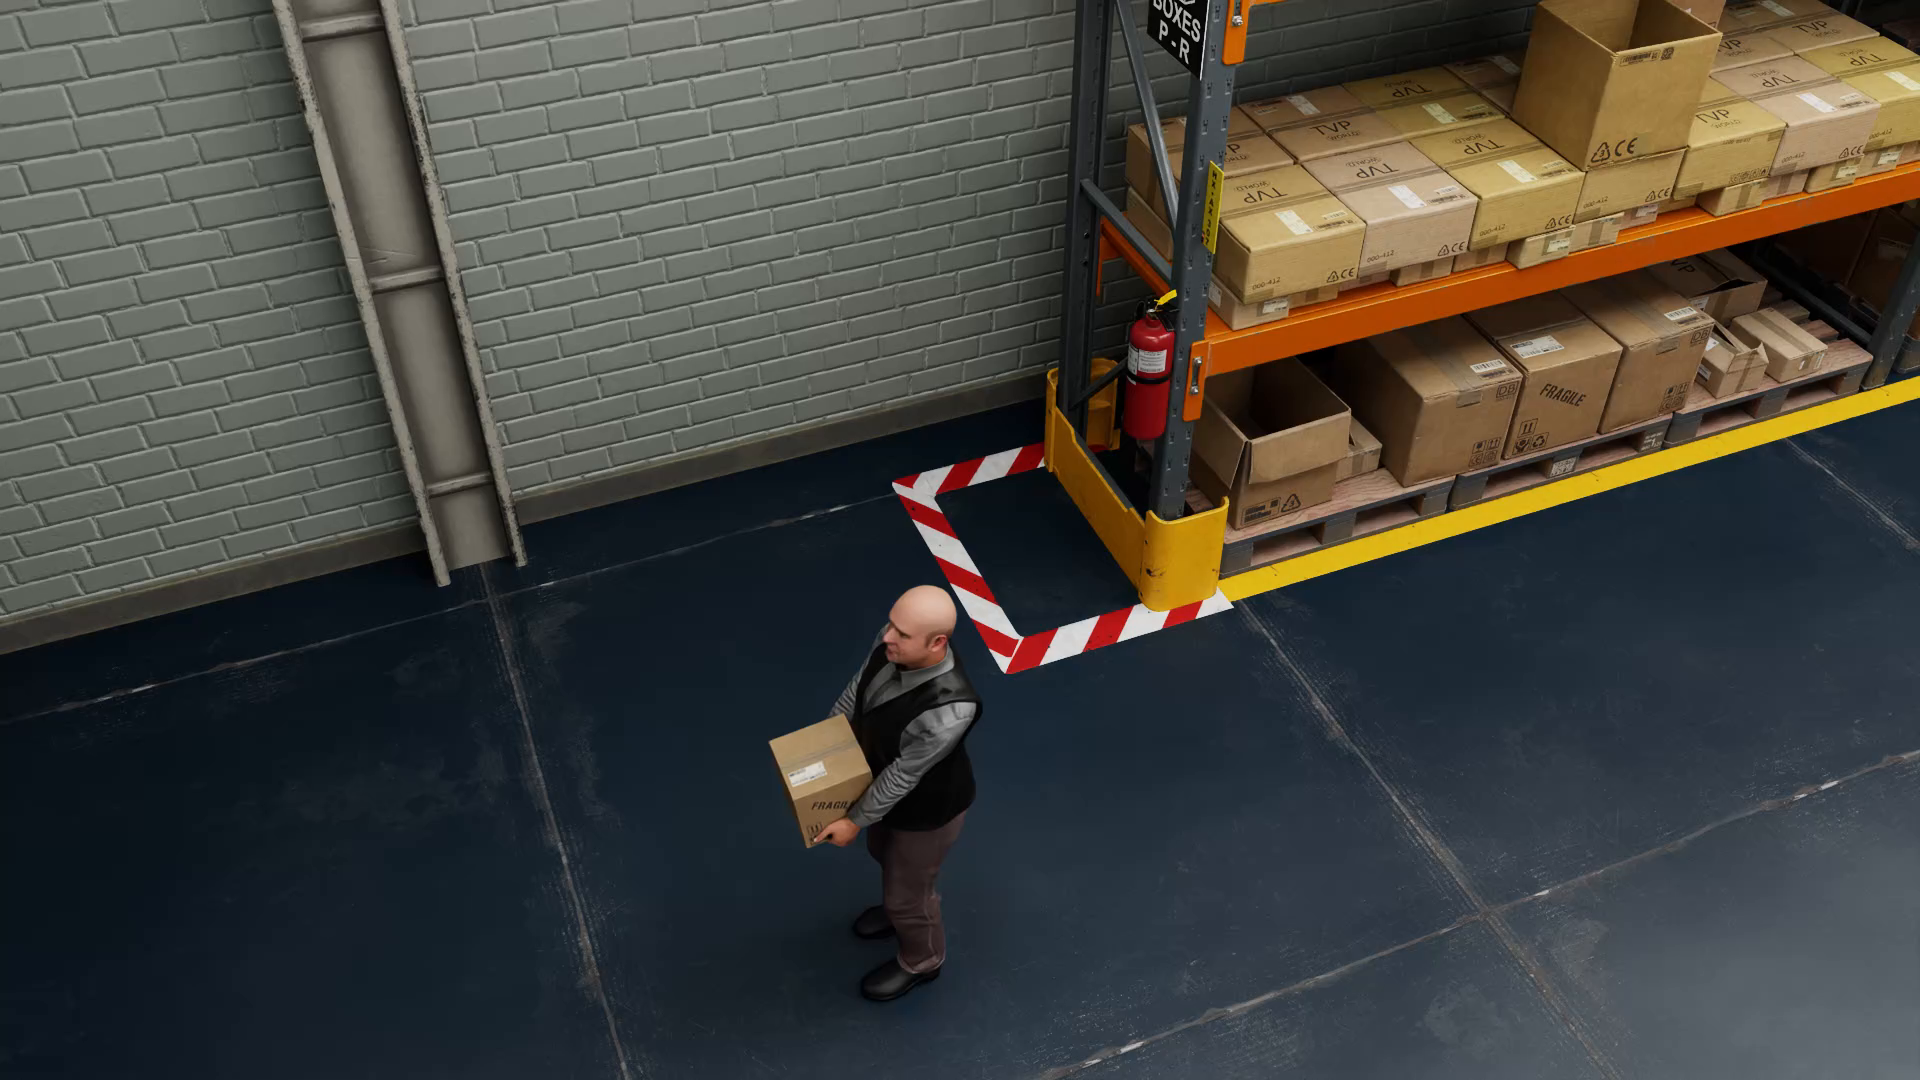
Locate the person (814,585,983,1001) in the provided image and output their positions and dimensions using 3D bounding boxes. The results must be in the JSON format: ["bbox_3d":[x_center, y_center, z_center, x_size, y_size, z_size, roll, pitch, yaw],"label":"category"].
[{"bbox_3d":[-0.233,0.825,5.250,0.545,1.715,0.494,-15,44,-16],"label":"person"}]
